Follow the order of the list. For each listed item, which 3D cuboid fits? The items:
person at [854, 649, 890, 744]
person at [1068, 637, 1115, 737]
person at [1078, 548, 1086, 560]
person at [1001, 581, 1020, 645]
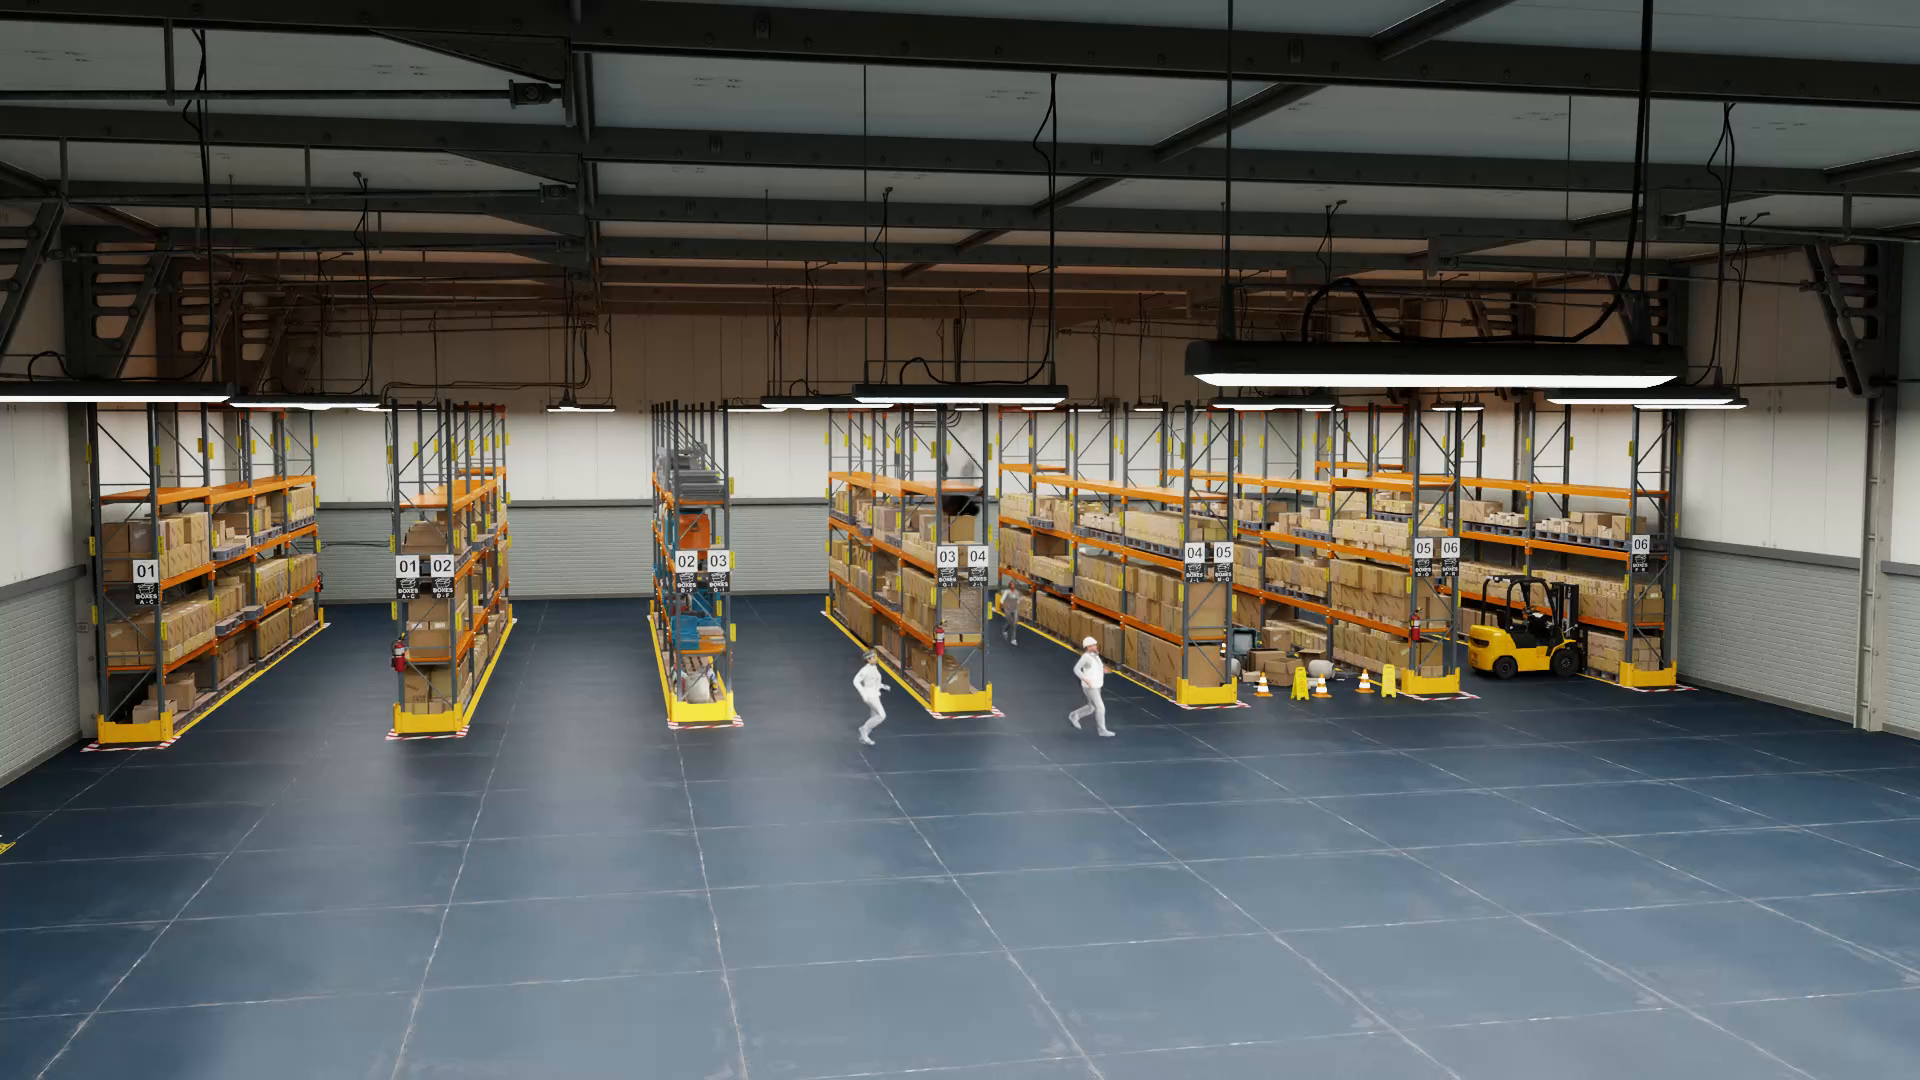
[{"bbox_3d":[-1.493,2.719,28.789,0.576,1.660,0.600,1,4,16],"label":"person"},{"bbox_3d":[2.337,2.600,29.628,0.940,1.750,0.665,2,5,25],"label":"person"},{"bbox_3d":[3.955,1.083,50.556,0.837,1.718,0.679,-2,5,-21],"label":"person"},{"bbox_3d":[1.276,1.802,41.653,0.550,1.589,0.785,-1,5,-17],"label":"person"}]
